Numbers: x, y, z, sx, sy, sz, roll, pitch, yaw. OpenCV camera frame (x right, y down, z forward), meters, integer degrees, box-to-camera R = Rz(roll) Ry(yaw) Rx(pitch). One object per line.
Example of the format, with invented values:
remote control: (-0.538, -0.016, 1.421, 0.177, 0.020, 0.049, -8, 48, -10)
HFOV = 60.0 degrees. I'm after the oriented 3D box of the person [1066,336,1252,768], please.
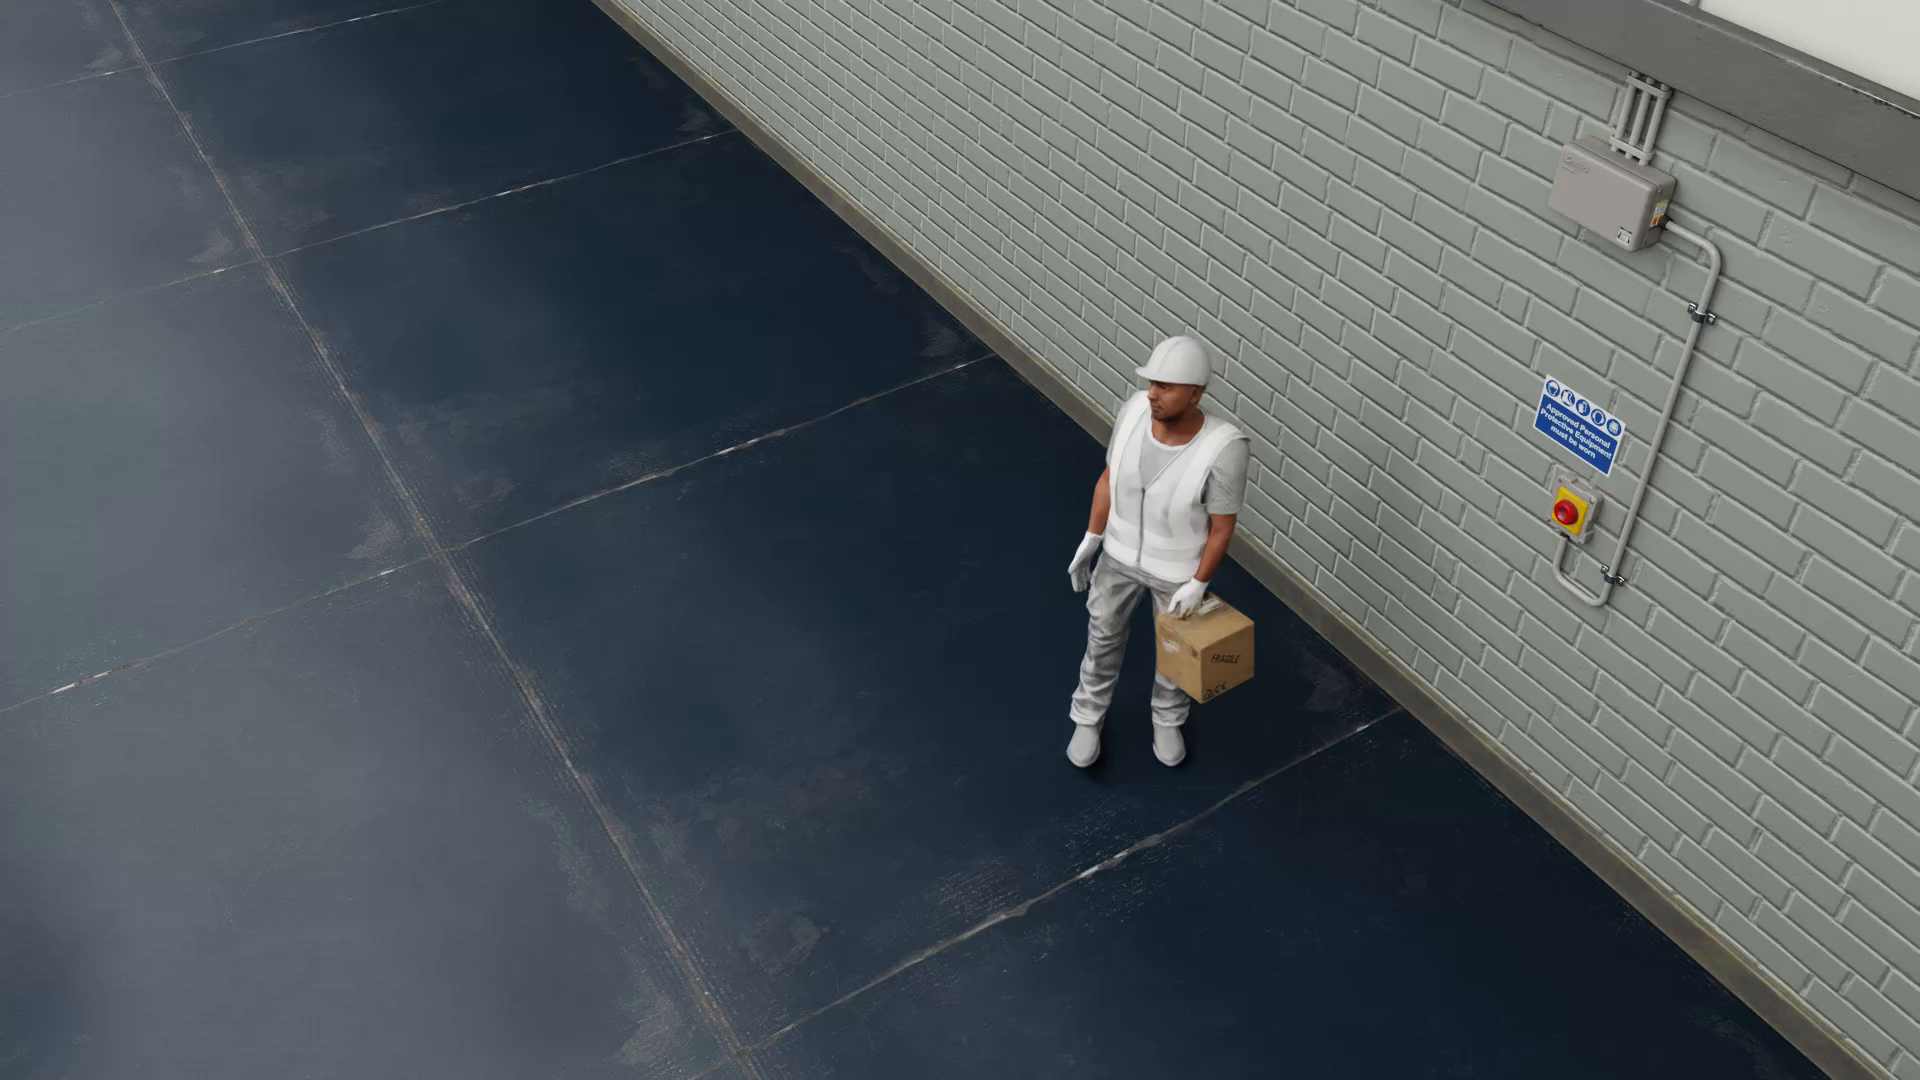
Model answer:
person: (0.690, 0.108, 5.988, 0.548, 1.789, 0.566, 22, 45, 24)
